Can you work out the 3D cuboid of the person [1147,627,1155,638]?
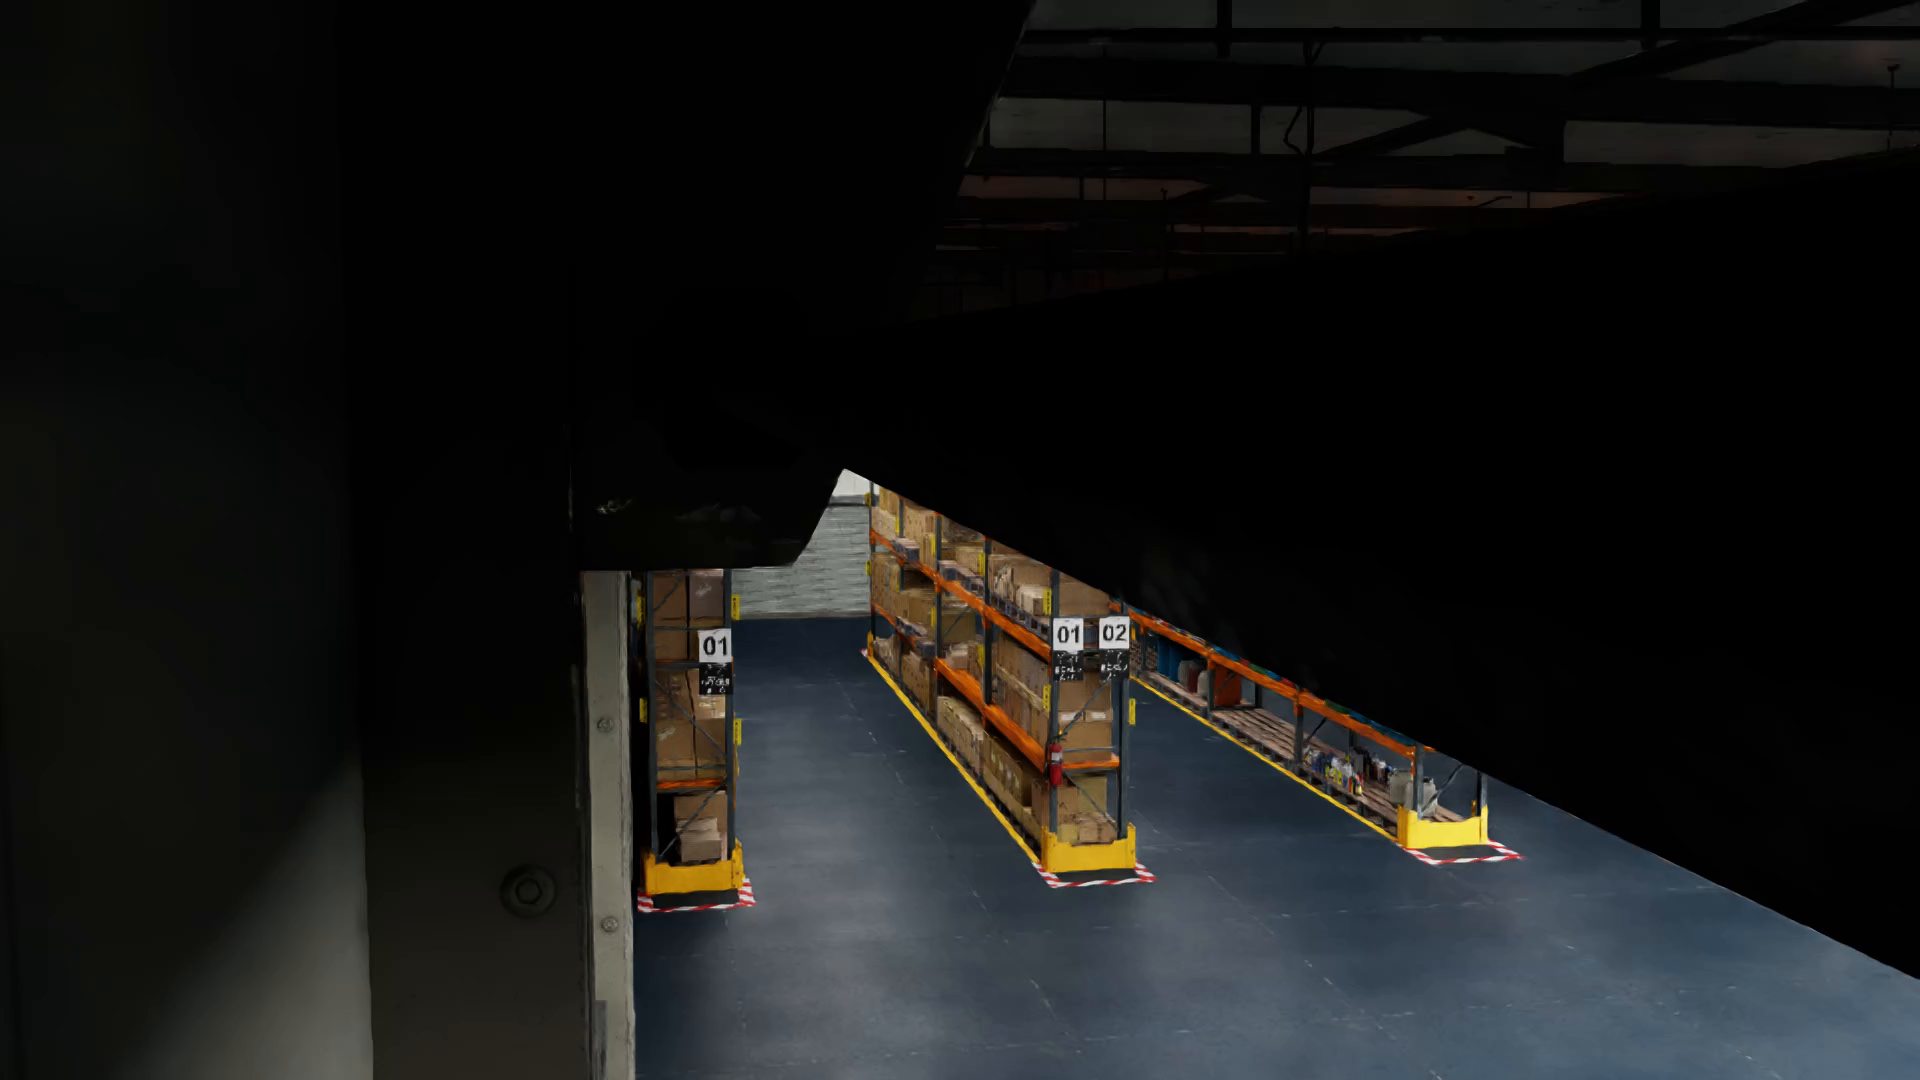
[{"bbox_3d":[4.143,1.421,38.684,0.666,1.750,0.666,-5,8,-42],"label":"person"}]
